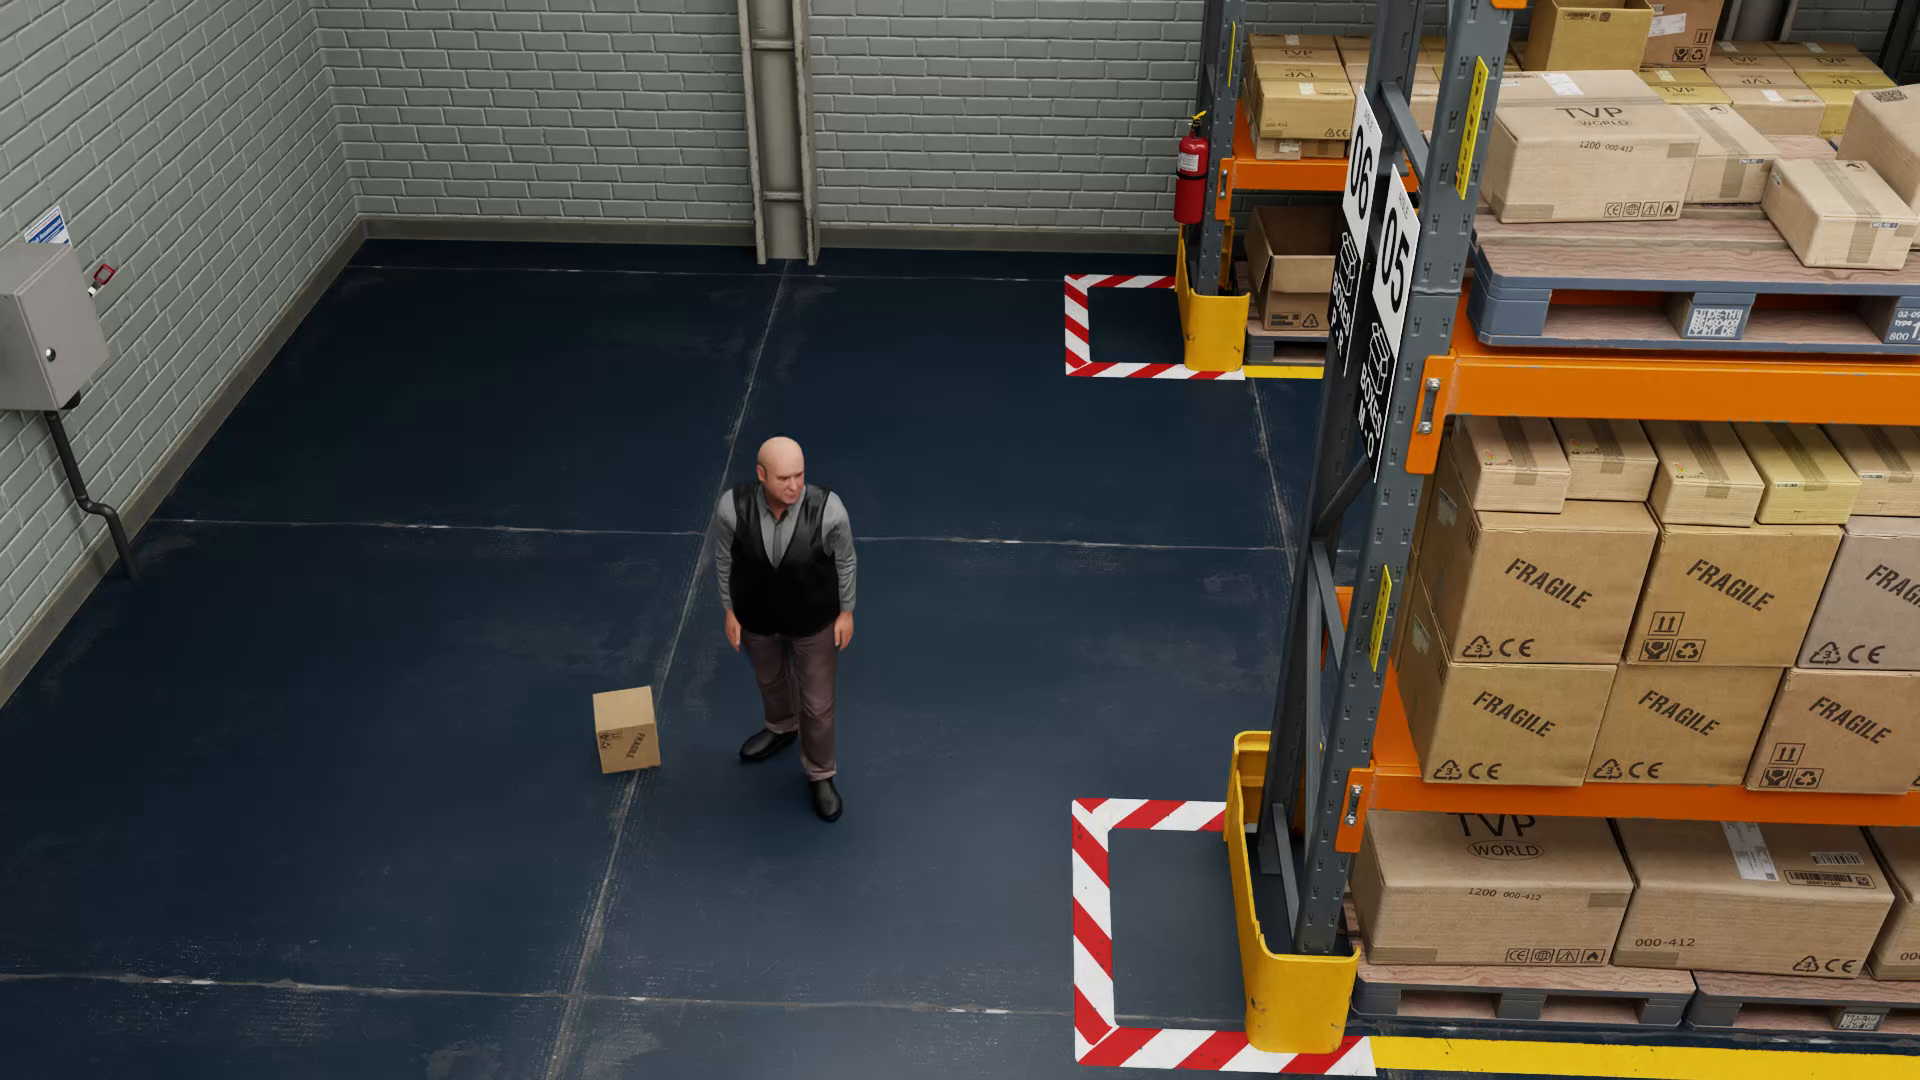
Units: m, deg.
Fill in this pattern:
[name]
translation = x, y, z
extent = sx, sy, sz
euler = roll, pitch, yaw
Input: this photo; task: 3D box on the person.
[person]
translation = -0.692, 0.313, 6.696
extent = 0.556, 1.726, 0.549
euler = 4, 36, 6
